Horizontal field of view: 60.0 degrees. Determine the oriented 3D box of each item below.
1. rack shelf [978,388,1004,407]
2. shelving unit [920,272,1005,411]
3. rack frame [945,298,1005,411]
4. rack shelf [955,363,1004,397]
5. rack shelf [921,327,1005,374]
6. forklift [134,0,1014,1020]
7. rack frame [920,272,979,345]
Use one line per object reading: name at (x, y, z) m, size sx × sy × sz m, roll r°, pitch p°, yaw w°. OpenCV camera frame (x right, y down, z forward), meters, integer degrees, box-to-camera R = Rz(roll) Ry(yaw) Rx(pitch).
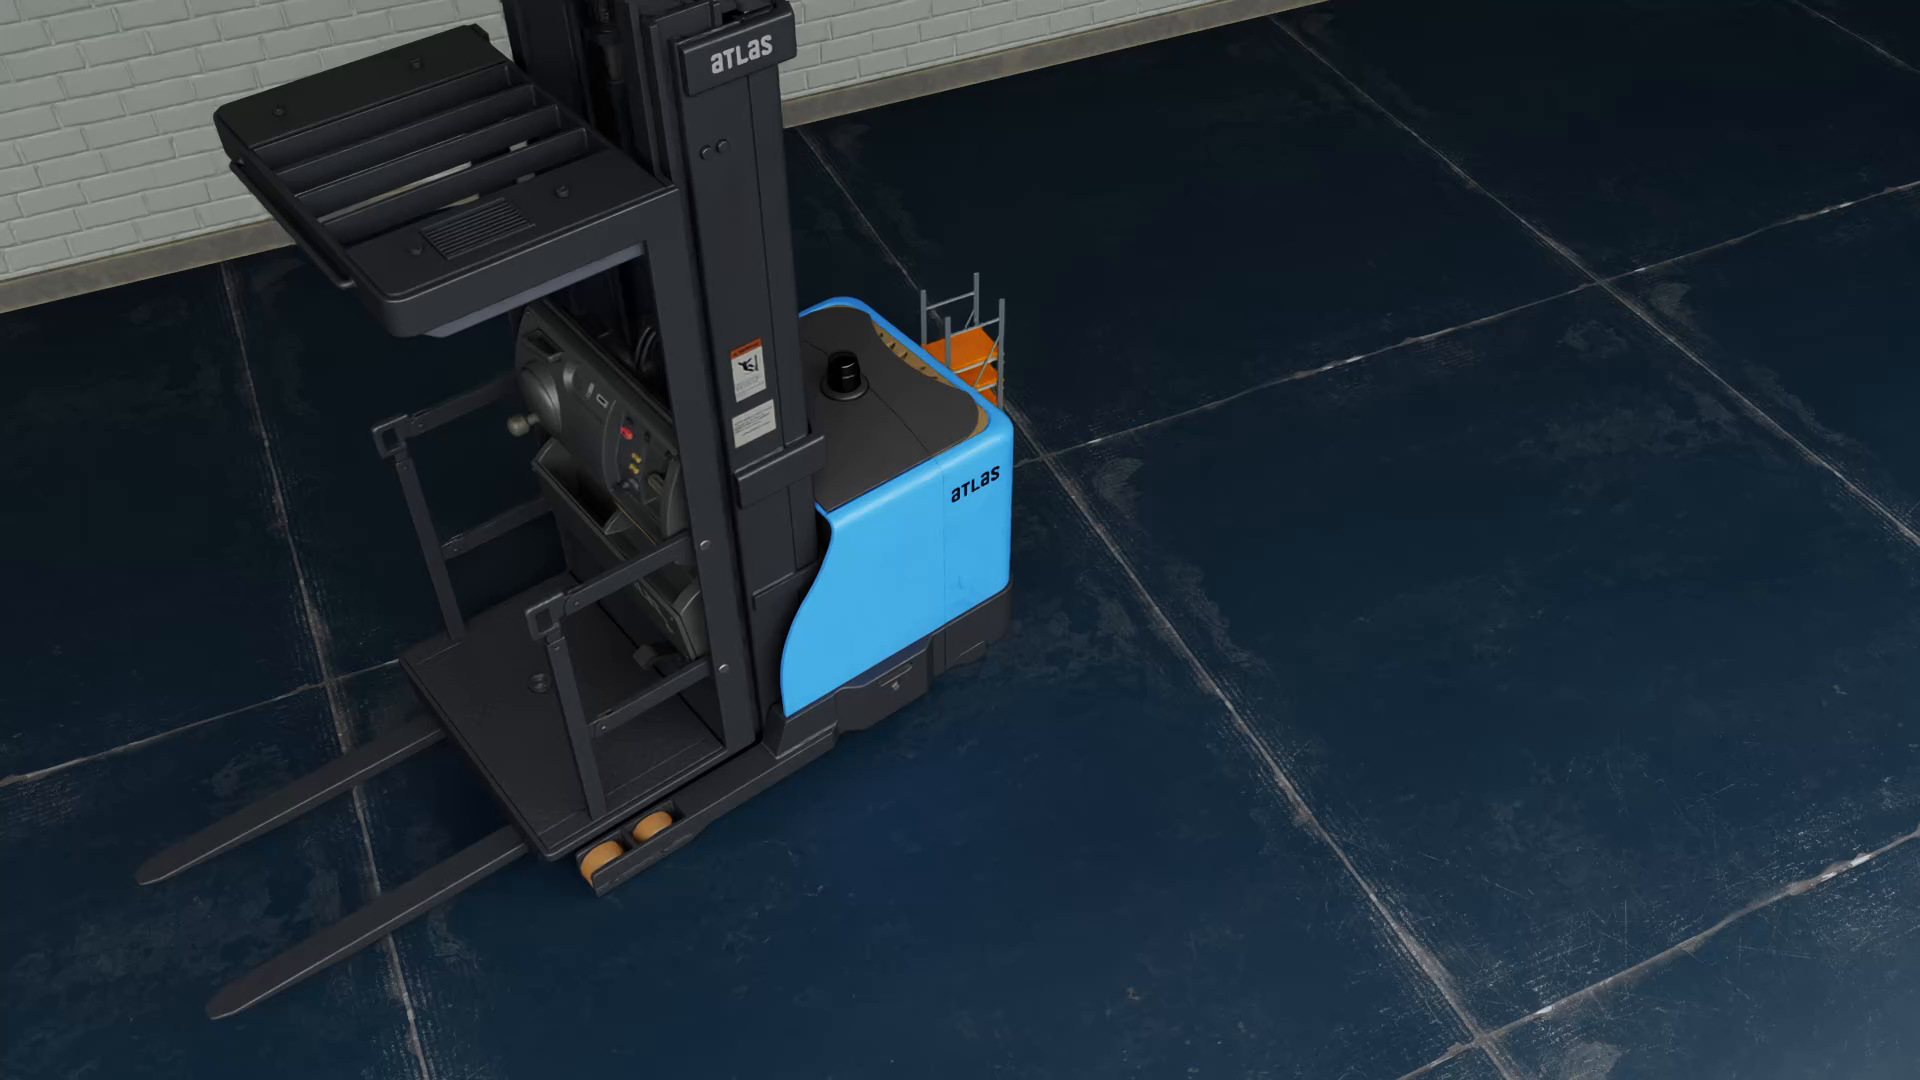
rack shelf at (0.008, -0.499, 6.292) m, size 0.258 × 0.103 × 0.180 m, roll -21°, pitch 48°, yaw -20°
shelving unit at (0.008, -0.445, 6.345) m, size 0.258 × 1.200 × 0.189 m, roll -21°, pitch 48°, yaw -20°
rack frame at (0.053, -0.389, 6.288) m, size 0.240 × 1.200 × 0.006 m, roll -21°, pitch 48°, yaw -20°
rack shelf at (0.008, -0.584, 6.209) m, size 0.258 × 0.103 × 0.180 m, roll -21°, pitch 48°, yaw -20°
rack shelf at (0.008, -0.670, 6.125) m, size 0.258 × 0.103 × 0.180 m, roll -21°, pitch 48°, yaw -20°
forklift at (-1.268, -0.295, 4.963) m, size 3.031 × 2.935 × 1.130 m, roll -29°, pitch 52°, yaw -26°
rack frame at (-0.037, -0.500, 6.402) m, size 0.240 × 1.200 × 0.006 m, roll -21°, pitch 48°, yaw -20°
